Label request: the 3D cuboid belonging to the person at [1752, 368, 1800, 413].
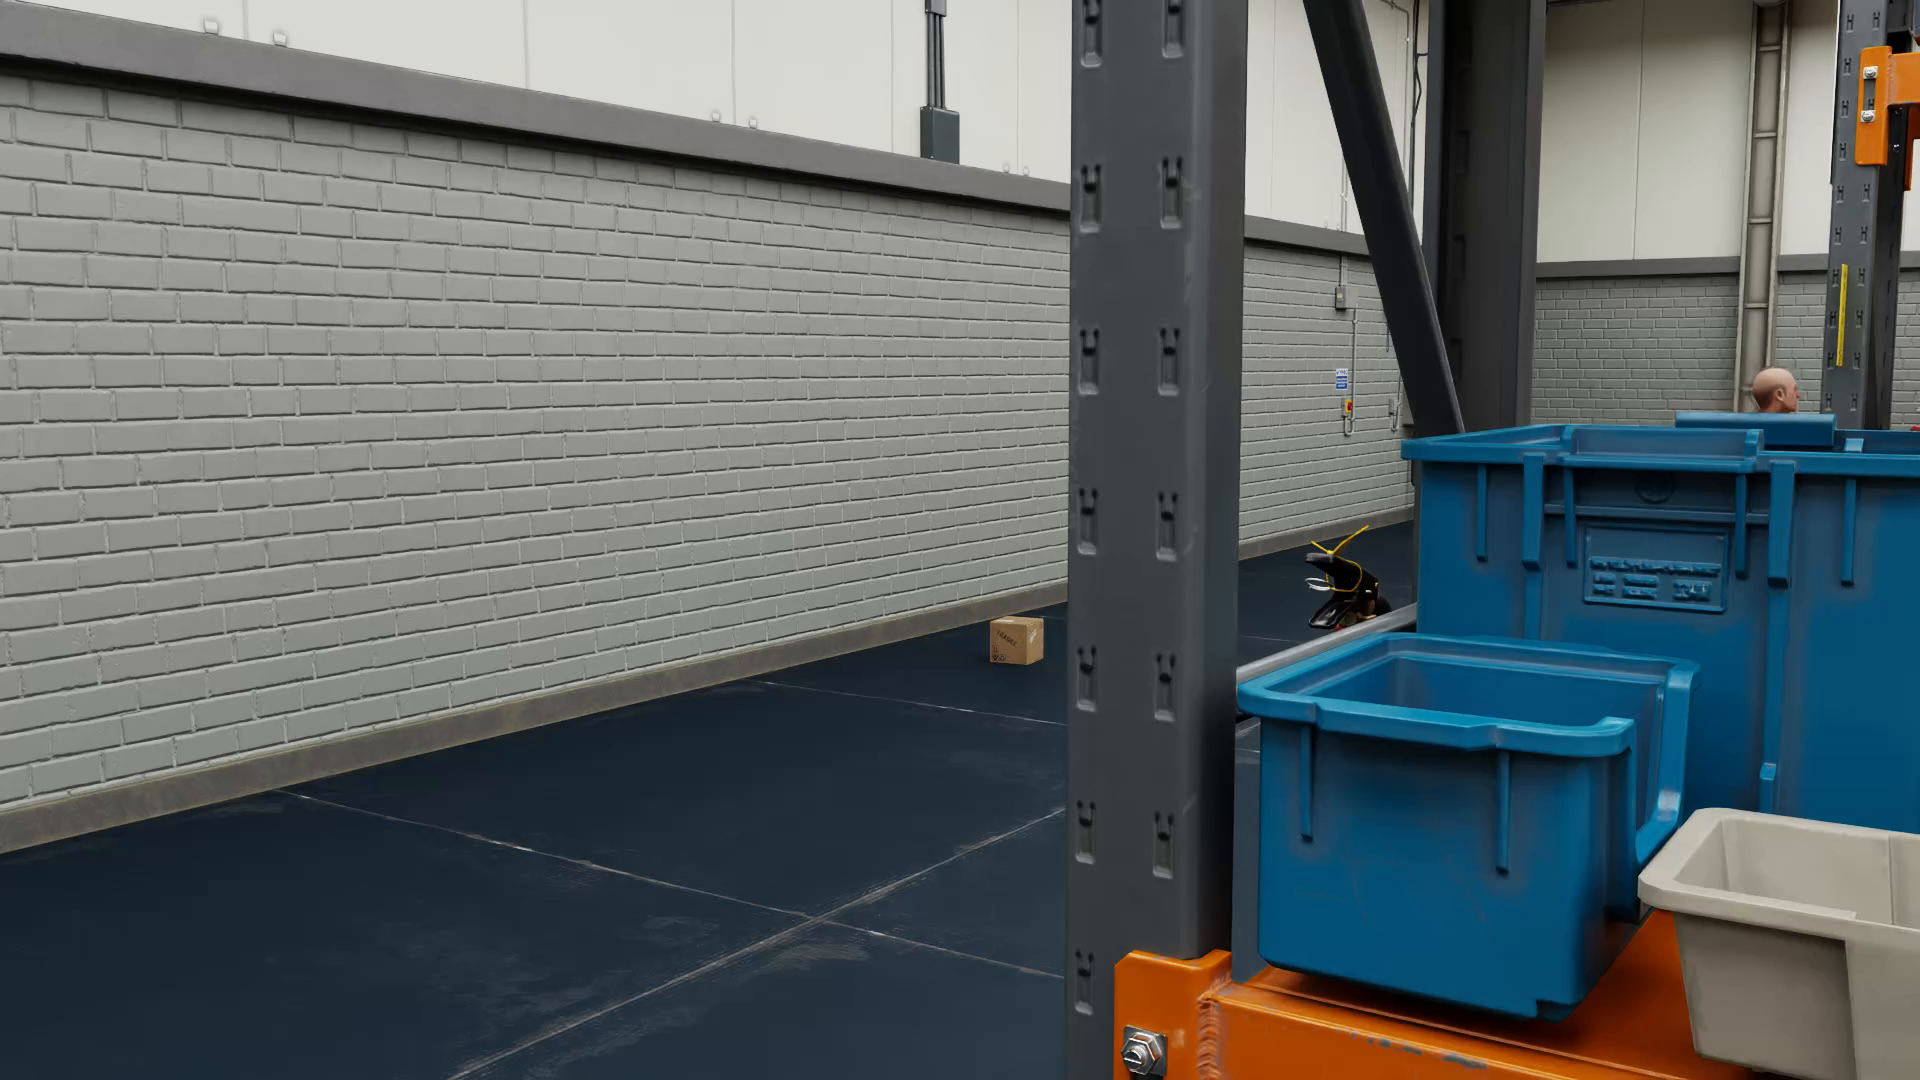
[{"bbox_3d":[4.261,-0.014,8.708,0.689,1.762,0.582,2,7,19],"label":"person"}]
